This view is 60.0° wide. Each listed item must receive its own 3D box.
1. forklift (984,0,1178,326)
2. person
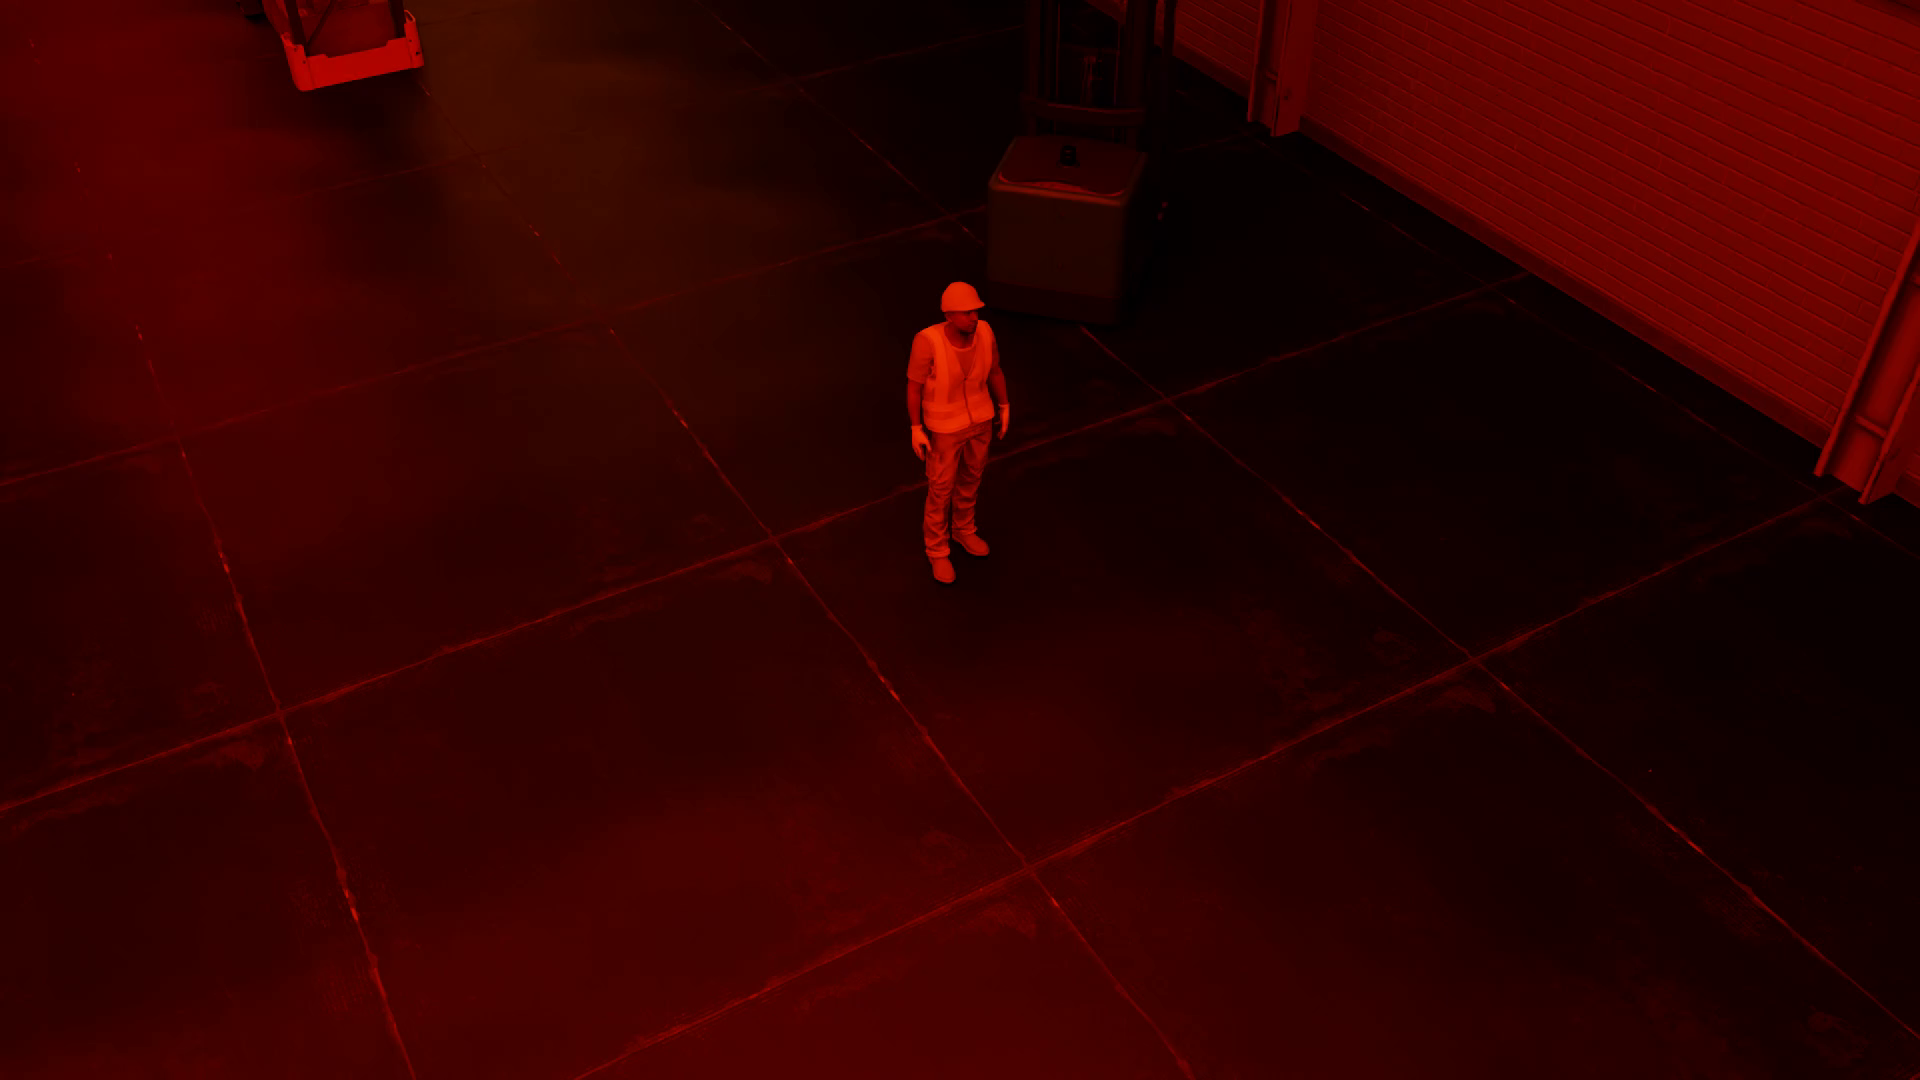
[{"bbox_3d":[1.077,-3.635,12.419,1.130,2.935,3.031,10,41,12],"label":"forklift"},{"bbox_3d":[0.029,-0.649,9.706,0.657,1.785,0.575,-20,44,-23],"label":"person"}]
